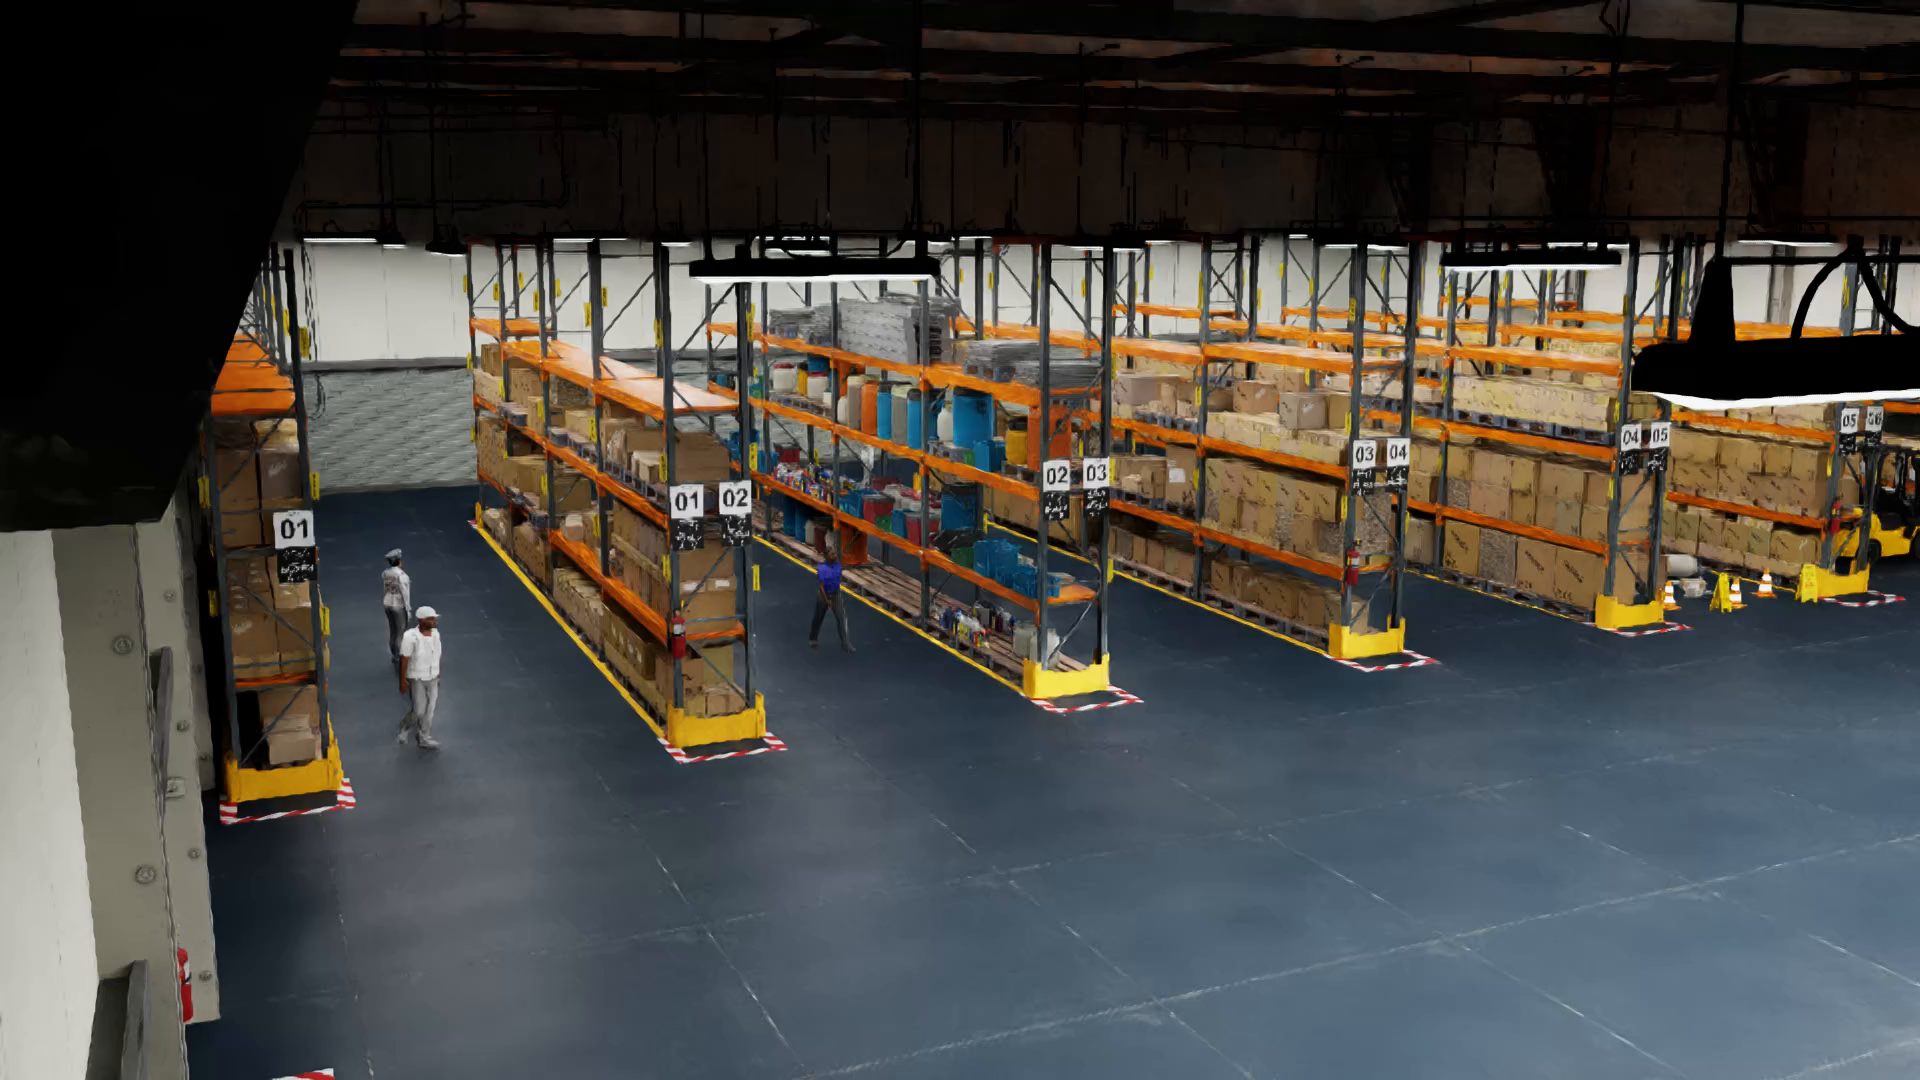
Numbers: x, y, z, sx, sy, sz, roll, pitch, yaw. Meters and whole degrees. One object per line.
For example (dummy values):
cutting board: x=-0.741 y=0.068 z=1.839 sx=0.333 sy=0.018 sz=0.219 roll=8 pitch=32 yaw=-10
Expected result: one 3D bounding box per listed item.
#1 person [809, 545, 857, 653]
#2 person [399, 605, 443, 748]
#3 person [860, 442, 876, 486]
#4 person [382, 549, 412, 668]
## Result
person: x=-1.914 y=0.856 z=24.512 sx=0.440 sy=1.578 sz=1.001 roll=-7 pitch=13 yaw=-31
person: x=-6.486 y=1.644 z=20.049 sx=0.561 sy=1.758 sz=0.615 roll=6 pitch=12 yaw=27
person: x=-2.114 y=-1.826 z=38.148 sx=0.481 sy=1.665 sz=0.645 roll=-7 pitch=13 yaw=-31
person: x=-7.984 y=0.964 z=23.692 sx=0.542 sy=1.681 sz=0.403 roll=7 pitch=13 yaw=33
